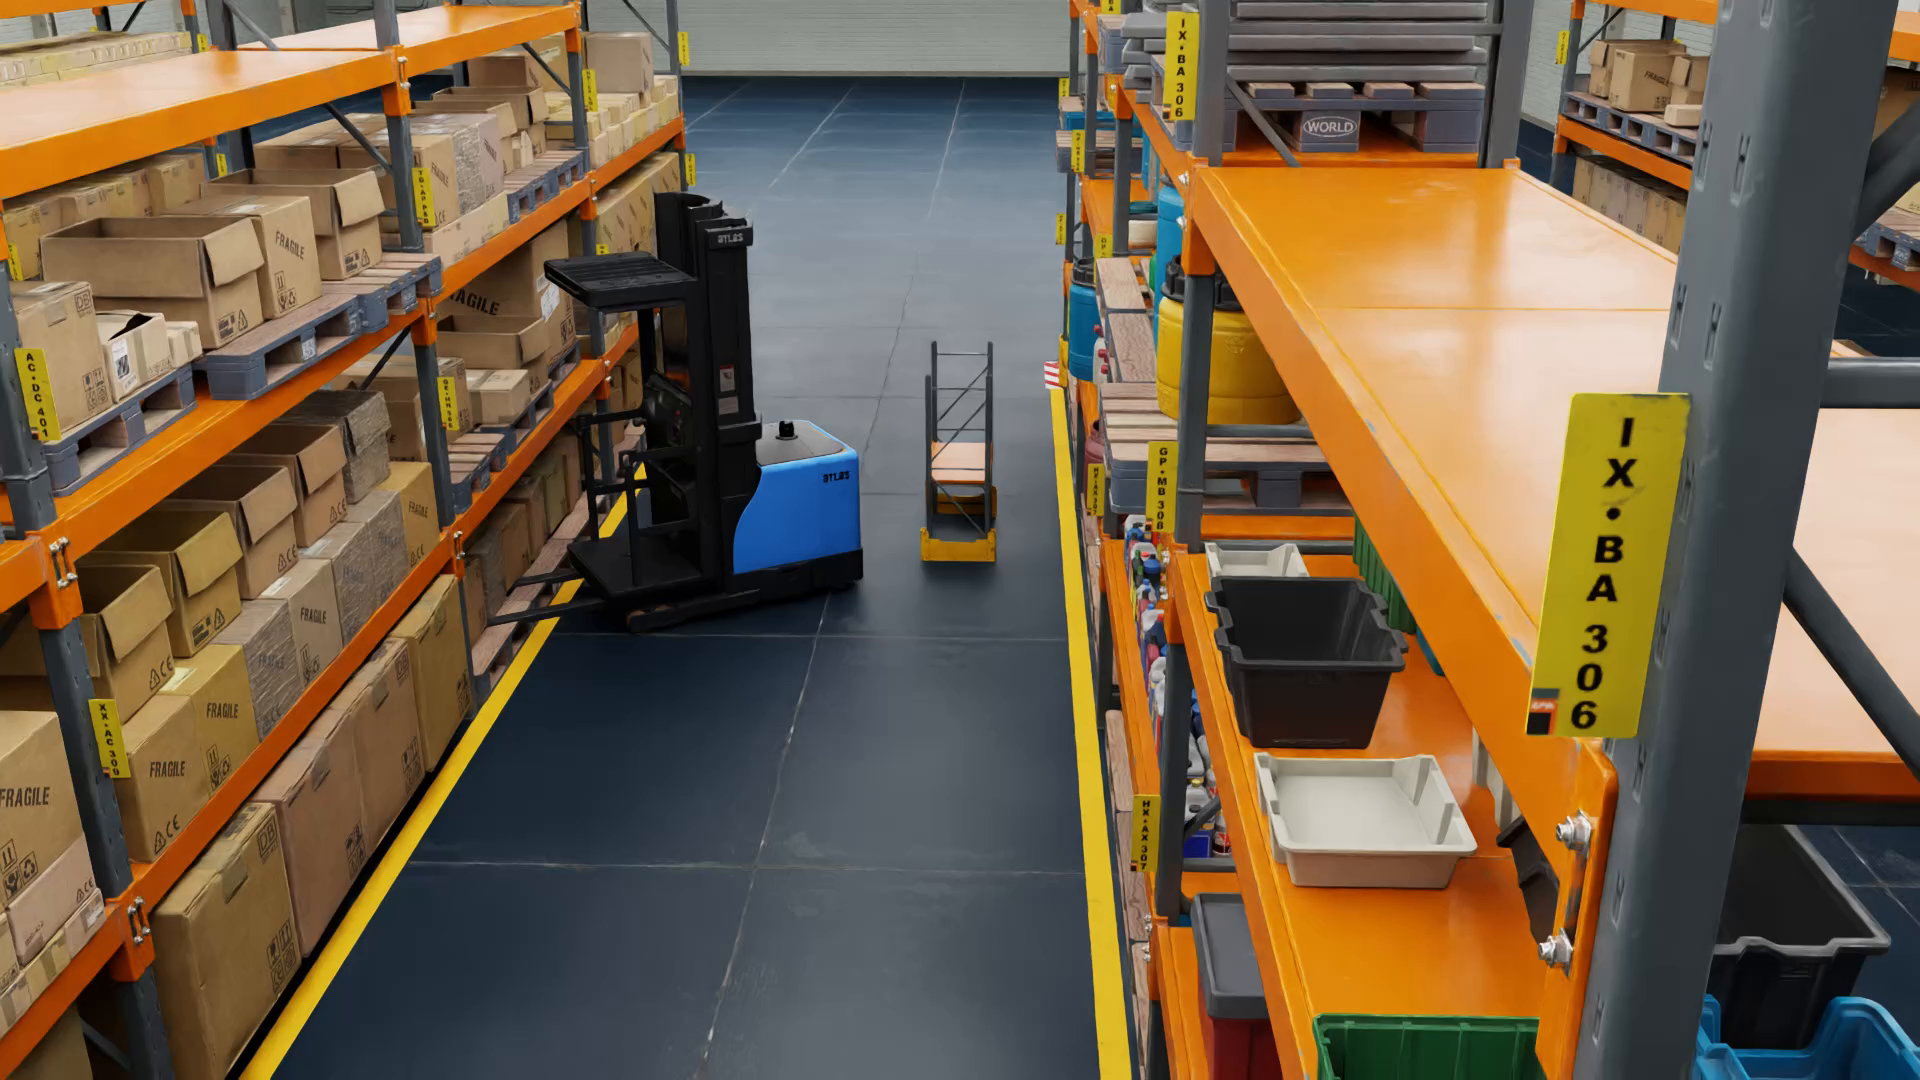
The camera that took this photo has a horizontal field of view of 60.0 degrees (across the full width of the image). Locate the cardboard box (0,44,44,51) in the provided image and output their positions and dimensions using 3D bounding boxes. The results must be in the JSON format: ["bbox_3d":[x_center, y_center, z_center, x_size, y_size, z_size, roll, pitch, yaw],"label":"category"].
[{"bbox_3d":[-8.676,-4.482,15.314,0.380,0.149,0.250,1,21,2],"label":"cardboard box"}]

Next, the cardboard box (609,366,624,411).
[{"bbox_3d":[-3.466,-1.326,15.675,0.500,0.500,0.500,-1,21,-3],"label":"cardboard box"}]

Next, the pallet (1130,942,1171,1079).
[{"bbox_3d":[1.305,2.250,7.439,1.003,0.211,1.213,1,21,2],"label":"pallet"}]

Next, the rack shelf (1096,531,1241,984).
[{"bbox_3d":[1.300,0.840,8.211,1.077,0.370,4.000,1,21,2],"label":"rack shelf"}]

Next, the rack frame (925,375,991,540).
[{"bbox_3d":[-0.013,-0.546,12.863,0.500,1.500,0.032,1,21,2],"label":"rack frame"}]

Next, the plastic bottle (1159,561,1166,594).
[{"bbox_3d":[1.136,0.189,9.169,0.097,0.201,0.097,0,21,0],"label":"plastic bottle"}]

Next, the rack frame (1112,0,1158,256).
[{"bbox_3d":[1.361,-3.015,8.859,1.000,3.000,0.127,1,21,2],"label":"rack frame"}]

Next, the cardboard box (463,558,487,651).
[{"bbox_3d":[-3.589,0.445,11.083,0.700,0.500,0.500,0,21,-1],"label":"cardboard box"}]

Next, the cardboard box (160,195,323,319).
[{"bbox_3d":[-3.474,-1.379,8.071,0.500,0.500,0.500,2,21,5],"label":"cardboard box"}]

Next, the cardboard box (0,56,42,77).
[{"bbox_3d":[-8.057,-4.017,14.115,0.380,0.149,0.250,0,21,1],"label":"cardboard box"}]

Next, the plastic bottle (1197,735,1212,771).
[{"bbox_3d":[1.084,0.917,7.088,0.144,0.351,0.185,1,21,2],"label":"plastic bottle"}]

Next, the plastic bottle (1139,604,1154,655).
[{"bbox_3d":[0.959,0.454,8.390,0.097,0.271,0.097,0,21,0],"label":"plastic bottle"}]

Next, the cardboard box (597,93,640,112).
[{"bbox_3d":[-3.144,-4.007,15.218,0.380,0.149,0.250,0,21,-1],"label":"cardboard box"}]

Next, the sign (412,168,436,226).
[{"bbox_3d":[-3.035,-1.940,9.411,0.100,0.325,0.005,1,21,2],"label":"sign"}]

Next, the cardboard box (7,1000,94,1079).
[{"bbox_3d":[-3.811,2.206,6.053,0.875,0.875,0.875,1,21,2],"label":"cardboard box"}]

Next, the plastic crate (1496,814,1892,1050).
[{"bbox_3d":[1.439,0.755,3.374,0.504,0.338,0.767,1,21,2],"label":"plastic crate"}]

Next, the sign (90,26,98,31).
[{"bbox_3d":[-8.855,-5.107,17.081,0.100,0.325,0.005,1,21,2],"label":"sign"}]

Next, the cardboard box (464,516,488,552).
[{"bbox_3d":[-3.593,-0.097,11.442,0.500,0.250,0.500,3,21,8],"label":"cardboard box"}]

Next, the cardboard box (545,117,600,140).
[{"bbox_3d":[-3.150,-3.347,13.519,0.380,0.149,0.250,0,21,0],"label":"cardboard box"}]

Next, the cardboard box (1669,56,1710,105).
[{"bbox_3d":[6.610,-3.910,14.396,0.797,0.503,0.637,3,21,8],"label":"cardboard box"}]

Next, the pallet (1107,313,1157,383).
[{"bbox_3d":[1.197,-0.777,7.499,1.003,0.211,1.213,1,21,2],"label":"pallet"}]

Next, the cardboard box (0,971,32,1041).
[{"bbox_3d":[-3.409,1.590,5.631,0.380,0.149,0.250,0,21,1],"label":"cardboard box"}]

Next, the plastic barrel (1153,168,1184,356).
[{"bbox_3d":[1.139,-1.219,7.103,0.600,0.901,0.708,1,21,2],"label":"plastic barrel"}]

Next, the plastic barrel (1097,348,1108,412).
[{"bbox_3d":[1.212,-1.119,12.078,0.433,0.535,0.433,0,21,0],"label":"plastic barrel"}]

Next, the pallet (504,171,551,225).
[{"bbox_3d":[-3.622,-2.433,11.765,1.213,0.211,1.003,1,21,2],"label":"pallet"}]

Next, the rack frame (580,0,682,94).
[{"bbox_3d":[-3.346,-5.962,16.455,1.000,3.000,0.127,1,21,2],"label":"rack frame"}]

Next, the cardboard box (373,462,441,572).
[{"bbox_3d":[-3.357,-0.138,9.600,0.500,0.500,0.500,1,21,3],"label":"cardboard box"}]

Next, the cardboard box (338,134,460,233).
[{"bbox_3d":[-3.318,-2.118,9.865,0.500,0.500,0.500,1,21,2],"label":"cardboard box"}]

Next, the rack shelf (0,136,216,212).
[{"bbox_3d":[-8.362,-3.596,15.498,1.077,0.370,4.000,1,21,2],"label":"rack shelf"}]

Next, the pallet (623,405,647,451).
[{"bbox_3d":[-3.448,-1.104,16.083,1.003,0.211,1.213,1,21,2],"label":"pallet"}]

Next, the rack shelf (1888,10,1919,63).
[{"bbox_3d":[6.373,-3.160,10.782,1.077,0.370,4.000,1,21,2],"label":"rack shelf"}]

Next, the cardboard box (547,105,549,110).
[{"bbox_3d":[-3.744,-3.641,14.276,0.380,0.149,0.250,0,21,0],"label":"cardboard box"}]

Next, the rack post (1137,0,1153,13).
[{"bbox_3d":[1.509,-3.842,10.713,1.013,1.000,3.121,1,21,2],"label":"rack post"}]

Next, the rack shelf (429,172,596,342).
[{"bbox_3d":[-3.529,-2.059,11.536,1.077,0.370,4.000,1,21,2],"label":"rack shelf"}]

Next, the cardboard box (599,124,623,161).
[{"bbox_3d":[-3.187,-3.399,14.202,0.500,0.250,0.500,0,21,1],"label":"cardboard box"}]

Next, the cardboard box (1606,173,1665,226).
[{"bbox_3d":[6.502,-3.146,15.559,0.700,0.500,0.500,1,21,2],"label":"cardboard box"}]

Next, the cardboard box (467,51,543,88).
[{"bbox_3d":[-3.709,-3.701,13.534,0.500,0.500,0.500,0,21,0],"label":"cardboard box"}]

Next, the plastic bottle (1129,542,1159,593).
[{"bbox_3d":[1.011,0.160,9.142,0.152,0.276,0.135,1,21,2],"label":"plastic bottle"}]

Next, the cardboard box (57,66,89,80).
[{"bbox_3d":[-8.099,-4.058,14.772,0.500,0.250,0.500,0,21,1],"label":"cardboard box"}]

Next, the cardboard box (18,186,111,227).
[{"bbox_3d":[-8.323,-2.910,15.183,0.875,0.550,0.550,1,21,2],"label":"cardboard box"}]

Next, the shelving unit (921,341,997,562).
[{"bbox_3d":[0.002,-0.727,13.329,0.587,1.500,1.083,1,21,2],"label":"shelving unit"}]

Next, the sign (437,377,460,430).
[{"bbox_3d":[-3.035,-0.808,9.863,0.100,0.325,0.005,1,21,2],"label":"sign"}]

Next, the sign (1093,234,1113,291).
[{"bbox_3d":[0.811,-1.571,9.430,0.100,0.325,0.005,1,21,2],"label":"sign"}]

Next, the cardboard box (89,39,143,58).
[{"bbox_3d":[-8.004,-4.659,15.770,0.380,0.149,0.250,1,21,2],"label":"cardboard box"}]

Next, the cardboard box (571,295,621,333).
[{"bbox_3d":[-3.392,-2.066,14.158,0.875,0.500,0.500,1,21,2],"label":"cardboard box"}]

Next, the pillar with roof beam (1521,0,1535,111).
[{"bbox_3d":[8.777,-14.261,37.843,9.100,9.000,0.400,1,21,2],"label":"pillar with roof beam"}]

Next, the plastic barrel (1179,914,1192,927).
[{"bbox_3d":[1.295,1.558,7.687,0.600,0.901,0.708,1,21,2],"label":"plastic barrel"}]

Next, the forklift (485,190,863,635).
[{"bbox_3d":[-2.276,-0.913,11.830,3.031,2.935,1.130,-11,24,-27],"label":"forklift"}]

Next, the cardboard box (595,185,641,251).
[{"bbox_3d":[-3.171,-2.892,14.904,0.500,0.500,0.500,1,21,2],"label":"cardboard box"}]

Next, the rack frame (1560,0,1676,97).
[{"bbox_3d":[6.555,-5.852,16.170,1.000,3.000,0.127,1,21,2],"label":"rack frame"}]

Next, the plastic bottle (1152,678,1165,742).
[{"bbox_3d":[0.959,0.777,7.552,0.152,0.276,0.135,1,21,2],"label":"plastic bottle"}]

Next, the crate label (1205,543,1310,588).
[{"bbox_3d":[0.936,0.126,5.274,0.293,0.136,0.466,1,21,2],"label":"crate label"}]

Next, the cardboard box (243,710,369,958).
[{"bbox_3d":[-3.685,1.414,8.096,1.225,0.875,0.875,0,21,0],"label":"cardboard box"}]
